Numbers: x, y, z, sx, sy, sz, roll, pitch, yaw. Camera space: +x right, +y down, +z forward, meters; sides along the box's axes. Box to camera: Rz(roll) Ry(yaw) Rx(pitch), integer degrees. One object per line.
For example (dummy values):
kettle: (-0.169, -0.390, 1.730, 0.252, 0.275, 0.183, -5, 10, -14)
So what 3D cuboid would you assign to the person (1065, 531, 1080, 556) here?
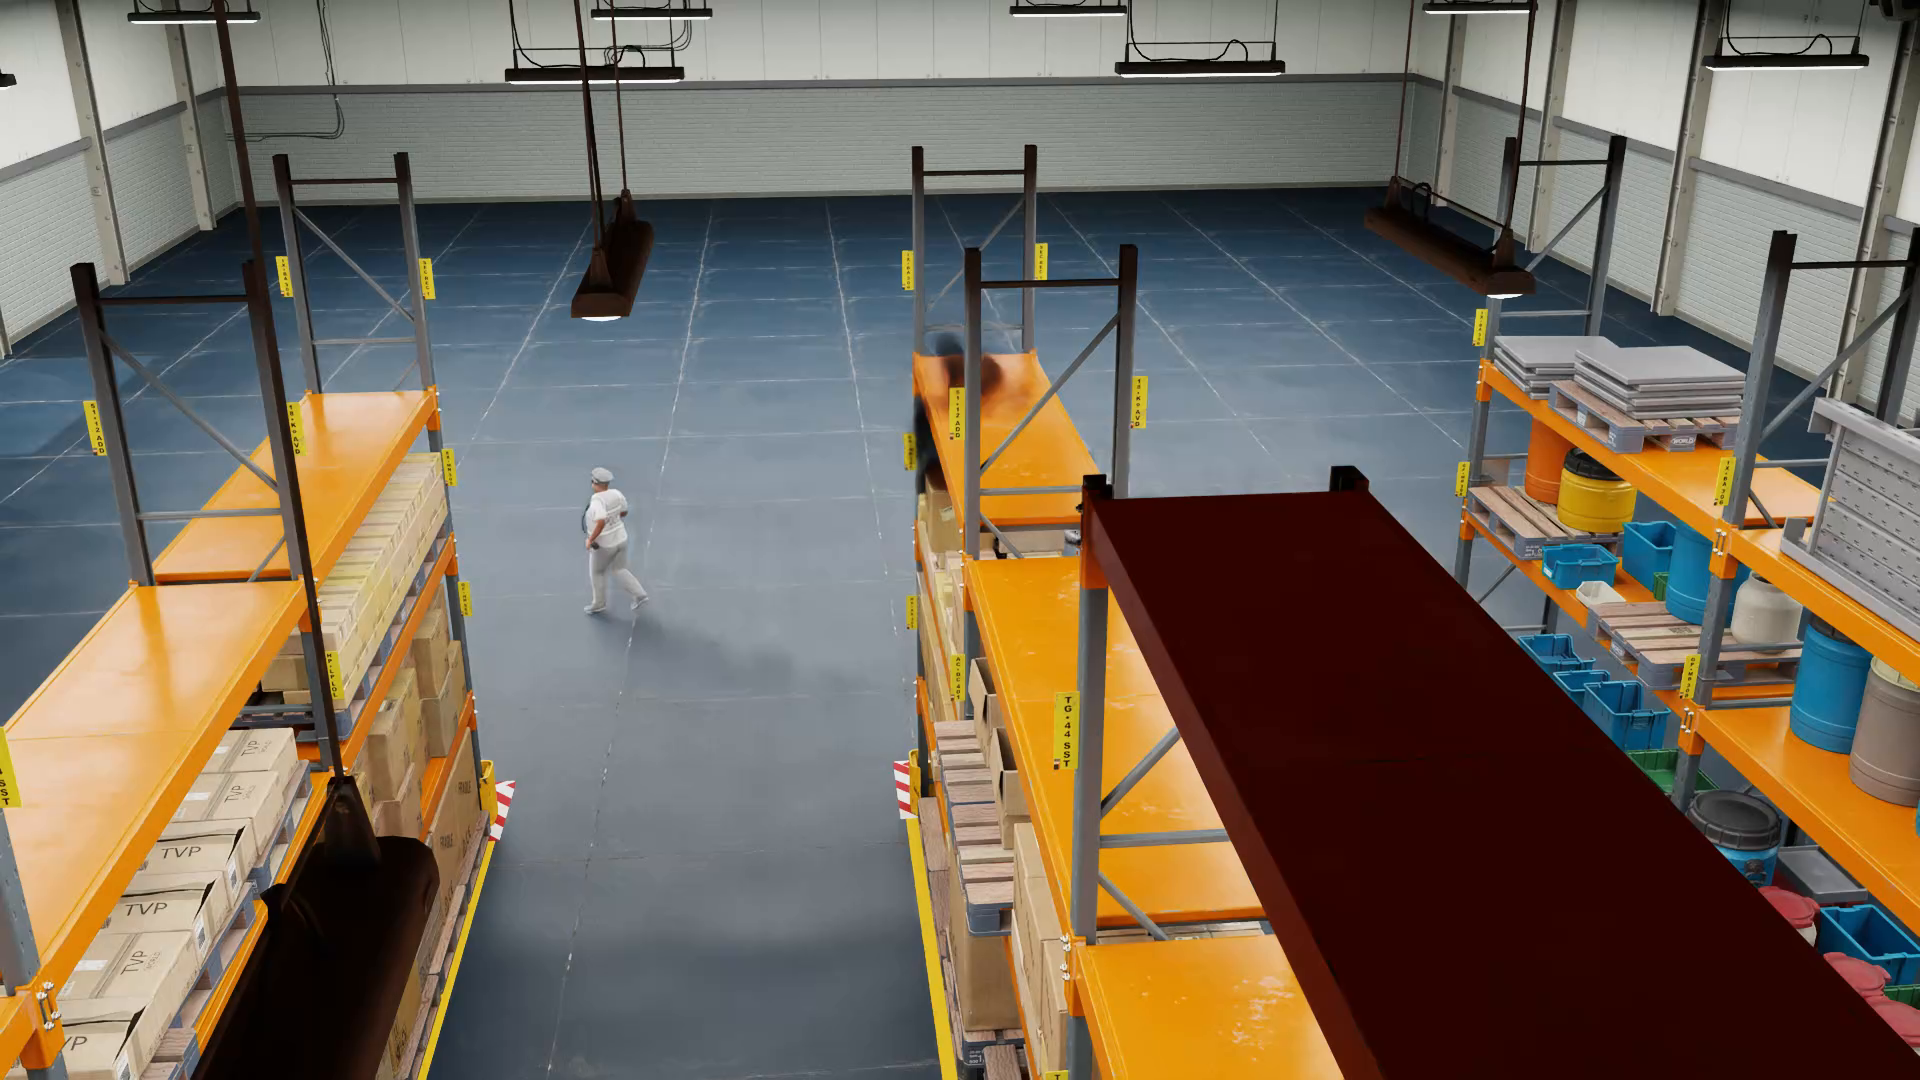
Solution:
person: (1.168, -0.409, 20.370, 0.890, 1.669, 0.618, 5, 22, 13)

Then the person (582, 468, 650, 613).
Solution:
person: (-4.029, 0.047, 19.126, 0.867, 1.806, 0.686, 12, 24, 27)
